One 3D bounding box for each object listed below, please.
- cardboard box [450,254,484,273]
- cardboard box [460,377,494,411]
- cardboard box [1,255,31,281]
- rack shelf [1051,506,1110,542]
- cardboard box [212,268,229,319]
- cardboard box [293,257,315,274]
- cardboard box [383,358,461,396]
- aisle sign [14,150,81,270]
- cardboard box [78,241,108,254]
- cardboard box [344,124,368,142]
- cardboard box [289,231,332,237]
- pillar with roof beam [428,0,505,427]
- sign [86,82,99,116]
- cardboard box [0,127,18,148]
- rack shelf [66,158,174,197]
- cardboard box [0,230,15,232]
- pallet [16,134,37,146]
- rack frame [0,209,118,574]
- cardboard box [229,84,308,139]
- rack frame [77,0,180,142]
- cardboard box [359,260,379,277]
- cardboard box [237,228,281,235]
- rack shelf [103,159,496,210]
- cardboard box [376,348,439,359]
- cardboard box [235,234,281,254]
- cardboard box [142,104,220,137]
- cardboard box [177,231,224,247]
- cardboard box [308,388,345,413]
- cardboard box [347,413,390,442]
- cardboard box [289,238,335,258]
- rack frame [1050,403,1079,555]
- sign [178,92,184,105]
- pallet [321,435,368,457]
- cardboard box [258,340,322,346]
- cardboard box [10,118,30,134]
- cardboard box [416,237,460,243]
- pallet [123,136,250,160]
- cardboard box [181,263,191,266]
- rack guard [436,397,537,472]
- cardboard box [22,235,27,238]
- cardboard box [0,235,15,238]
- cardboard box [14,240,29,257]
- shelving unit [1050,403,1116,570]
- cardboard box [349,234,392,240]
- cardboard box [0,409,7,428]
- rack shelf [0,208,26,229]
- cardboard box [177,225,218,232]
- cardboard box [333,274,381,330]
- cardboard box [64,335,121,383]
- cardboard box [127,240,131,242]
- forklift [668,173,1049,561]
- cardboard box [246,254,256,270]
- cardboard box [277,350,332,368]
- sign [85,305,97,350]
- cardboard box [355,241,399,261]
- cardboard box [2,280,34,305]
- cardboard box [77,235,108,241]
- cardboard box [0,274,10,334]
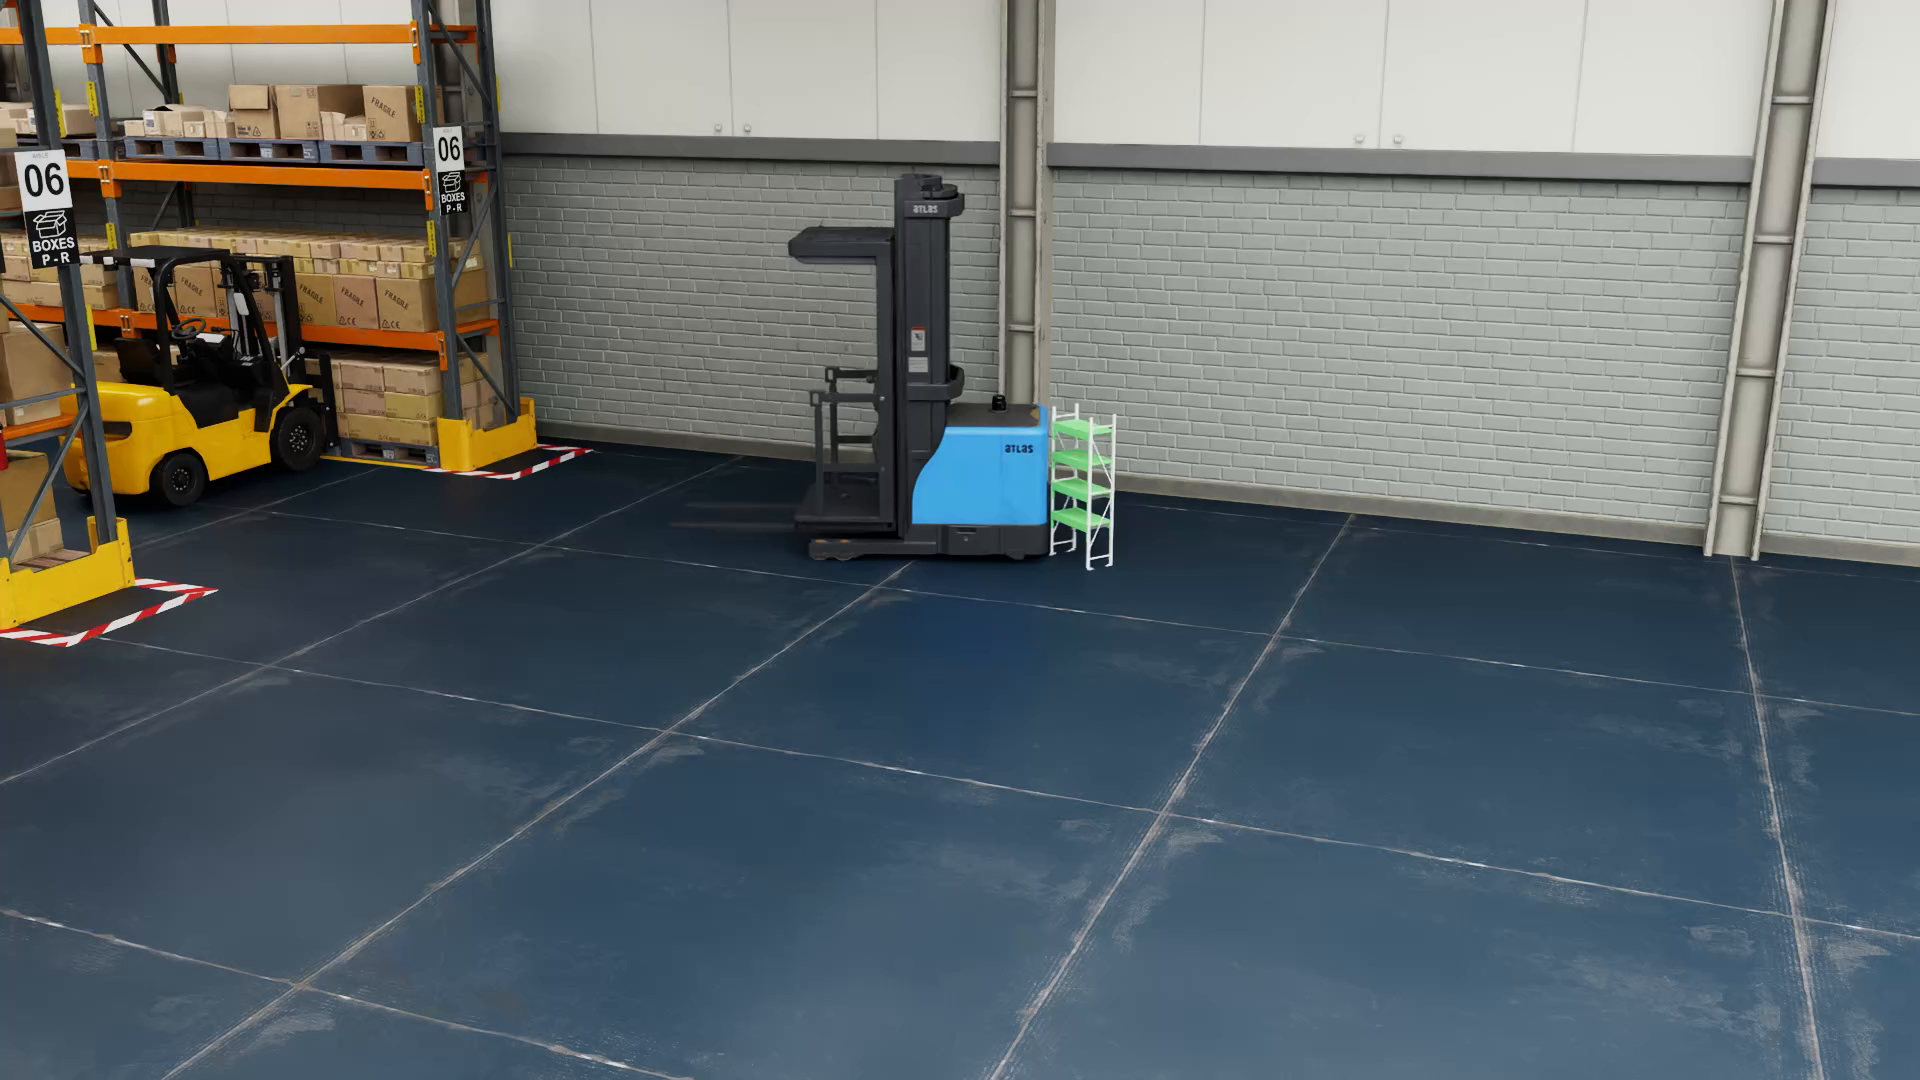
[{"bbox_3d":[-4.899,-2.721,16.325,0.250,0.149,0.380,6,17,19],"label":"cardboard box"},{"bbox_3d":[-5.040,-1.483,16.684,0.500,0.250,0.500,7,17,22],"label":"cardboard box"},{"bbox_3d":[-9.905,-2.926,17.743,0.500,0.250,0.500,7,17,22],"label":"cardboard box"},{"bbox_3d":[0.955,-0.130,13.059,0.258,0.148,0.480,-10,19,-30],"label":"rack shelf"},{"bbox_3d":[-7.120,-2.503,16.738,0.500,0.500,0.500,6,17,20],"label":"cardboard box"},{"bbox_3d":[-6.306,-2.707,16.275,0.250,0.149,0.380,6,17,21],"label":"cardboard box"},{"bbox_3d":[-5.221,-1.587,16.147,0.500,0.250,0.500,7,18,22],"label":"cardboard box"},{"bbox_3d":[-6.325,-2.295,11.535,0.004,0.787,0.394,6,17,21],"label":"aisle sign"},{"bbox_3d":[-9.045,-3.028,17.380,0.250,0.149,0.380,6,17,20],"label":"cardboard box"},{"bbox_3d":[-5.561,-3.835,15.643,0.250,0.149,0.380,6,17,19],"label":"cardboard box"},{"bbox_3d":[-6.588,-3.044,16.902,0.250,0.149,0.380,7,18,22],"label":"cardboard box"},{"bbox_3d":[-6.575,-4.329,12.446,0.400,9.000,9.100,6,17,21],"label":"pillar with roof beam"},{"bbox_3d":[-8.589,-4.367,16.465,0.005,0.325,0.100,6,17,21],"label":"sign"},{"bbox_3d":[-6.752,-2.764,11.455,0.250,0.149,0.380,6,17,20],"label":"cardboard box"},{"bbox_3d":[-10.260,-3.969,17.874,4.000,0.370,1.077,6,17,21],"label":"rack shelf"},{"bbox_3d":[-10.772,-3.363,18.535,0.250,0.149,0.380,6,17,20],"label":"cardboard box"},{"bbox_3d":[-10.415,-4.268,17.954,1.213,0.211,1.003,7,18,23],"label":"pallet"},{"bbox_3d":[-6.496,-0.972,11.642,0.127,3.000,1.000,6,17,21],"label":"rack frame"},{"bbox_3d":[-6.626,-4.182,16.202,0.637,0.503,0.797,7,18,22],"label":"cardboard box"},{"bbox_3d":[-8.399,-5.550,16.651,0.127,3.000,1.000,6,17,21],"label":"rack frame"},{"bbox_3d":[-5.571,-2.643,16.055,0.250,0.149,0.380,7,17,22],"label":"cardboard box"},{"bbox_3d":[-7.266,-3.148,17.260,0.250,0.149,0.380,6,17,20],"label":"cardboard box"},{"bbox_3d":[-6.539,-3.560,16.465,4.000,0.370,1.077,6,17,21],"label":"rack shelf"},{"bbox_3d":[-5.522,-1.770,16.774,0.500,0.250,0.500,6,17,21],"label":"cardboard box"},{"bbox_3d":[-6.984,-2.951,16.581,0.250,0.149,0.380,6,17,20],"label":"cardboard box"},{"bbox_3d":[-7.715,-4.168,16.498,0.500,0.311,0.500,7,17,22],"label":"cardboard box"},{"bbox_3d":[-7.695,-3.035,16.871,0.250,0.149,0.380,6,17,20],"label":"cardboard box"},{"bbox_3d":[-6.196,-1.451,16.575,0.500,0.250,0.500,6,17,19],"label":"cardboard box"},{"bbox_3d":[-5.690,-1.161,16.470,0.500,0.250,0.500,6,17,21],"label":"cardboard box"},{"bbox_3d":[-6.313,-2.849,16.230,0.250,0.149,0.380,7,17,22],"label":"cardboard box"},{"bbox_3d":[0.826,-0.479,13.173,0.240,1.200,0.015,-10,19,-30],"label":"rack frame"},{"bbox_3d":[-8.197,-4.540,17.482,0.005,0.325,0.100,6,17,21],"label":"sign"},{"bbox_3d":[-6.536,-1.113,17.130,1.213,0.211,1.003,6,17,21],"label":"pallet"},{"bbox_3d":[-6.928,-1.927,17.317,0.500,0.250,0.500,6,17,21],"label":"cardboard box"},{"bbox_3d":[-9.534,-4.272,17.148,0.250,0.149,0.380,6,17,20],"label":"cardboard box"},{"bbox_3d":[-5.137,-2.895,16.391,0.250,0.149,0.380,7,18,23],"label":"cardboard box"},{"bbox_3d":[-7.596,-3.987,16.804,1.213,0.211,1.003,6,17,21],"label":"pallet"},{"bbox_3d":[-7.705,-2.882,16.879,0.250,0.149,0.380,6,17,21],"label":"cardboard box"},{"bbox_3d":[-4.656,-1.057,16.418,0.348,0.500,1.175,6,17,21],"label":"rack guard"},{"bbox_3d":[-10.049,-3.288,18.277,0.250,0.149,0.380,6,17,21],"label":"cardboard box"},{"bbox_3d":[-10.450,-3.198,17.966,0.250,0.149,0.380,6,17,21],"label":"cardboard box"},{"bbox_3d":[-9.768,-3.102,17.635,0.250,0.149,0.380,6,17,19],"label":"cardboard box"},{"bbox_3d":[0.955,-0.422,12.974,0.258,1.200,0.503,-10,19,-30],"label":"shelving unit"},{"bbox_3d":[-5.873,-2.961,16.615,0.250,0.149,0.380,7,18,22],"label":"cardboard box"},{"bbox_3d":[-6.922,-0.834,11.618,0.250,0.149,0.380,7,18,22],"label":"cardboard box"},{"bbox_3d":[-8.357,-2.272,12.029,4.000,0.370,1.077,6,17,21],"label":"rack shelf"},{"bbox_3d":[-7.991,-3.217,17.499,0.250,0.149,0.380,6,17,21],"label":"cardboard box"},{"bbox_3d":[-5.712,-2.346,16.194,0.500,0.500,0.500,7,18,22],"label":"cardboard box"},{"bbox_3d":[-9.608,-1.862,18.214,0.625,0.625,0.875,6,17,20],"label":"cardboard box"},{"bbox_3d":[-8.648,-3.120,17.698,0.250,0.149,0.380,6,17,19],"label":"cardboard box"},{"bbox_3d":[-0.806,-1.385,13.188,3.031,2.935,1.130,1,16,2],"label":"forklift"},{"bbox_3d":[-7.019,-2.789,16.559,0.250,0.149,0.380,6,17,19],"label":"cardboard box"},{"bbox_3d":[-6.640,-1.741,16.676,0.500,0.250,0.500,6,17,20],"label":"cardboard box"},{"bbox_3d":[-6.297,-1.529,12.006,0.005,0.325,0.100,6,17,21],"label":"sign"},{"bbox_3d":[-5.583,-2.781,15.997,0.250,0.149,0.380,7,17,22],"label":"cardboard box"},{"bbox_3d":[-9.885,-2.689,17.827,0.500,0.250,0.500,6,17,21],"label":"cardboard box"},{"bbox_3d":[-9.355,-3.208,18.000,0.250,0.149,0.380,6,17,20],"label":"cardboard box"},{"bbox_3d":[-7.051,-1.639,11.432,0.500,0.500,0.700,6,17,19],"label":"cardboard box"}]
